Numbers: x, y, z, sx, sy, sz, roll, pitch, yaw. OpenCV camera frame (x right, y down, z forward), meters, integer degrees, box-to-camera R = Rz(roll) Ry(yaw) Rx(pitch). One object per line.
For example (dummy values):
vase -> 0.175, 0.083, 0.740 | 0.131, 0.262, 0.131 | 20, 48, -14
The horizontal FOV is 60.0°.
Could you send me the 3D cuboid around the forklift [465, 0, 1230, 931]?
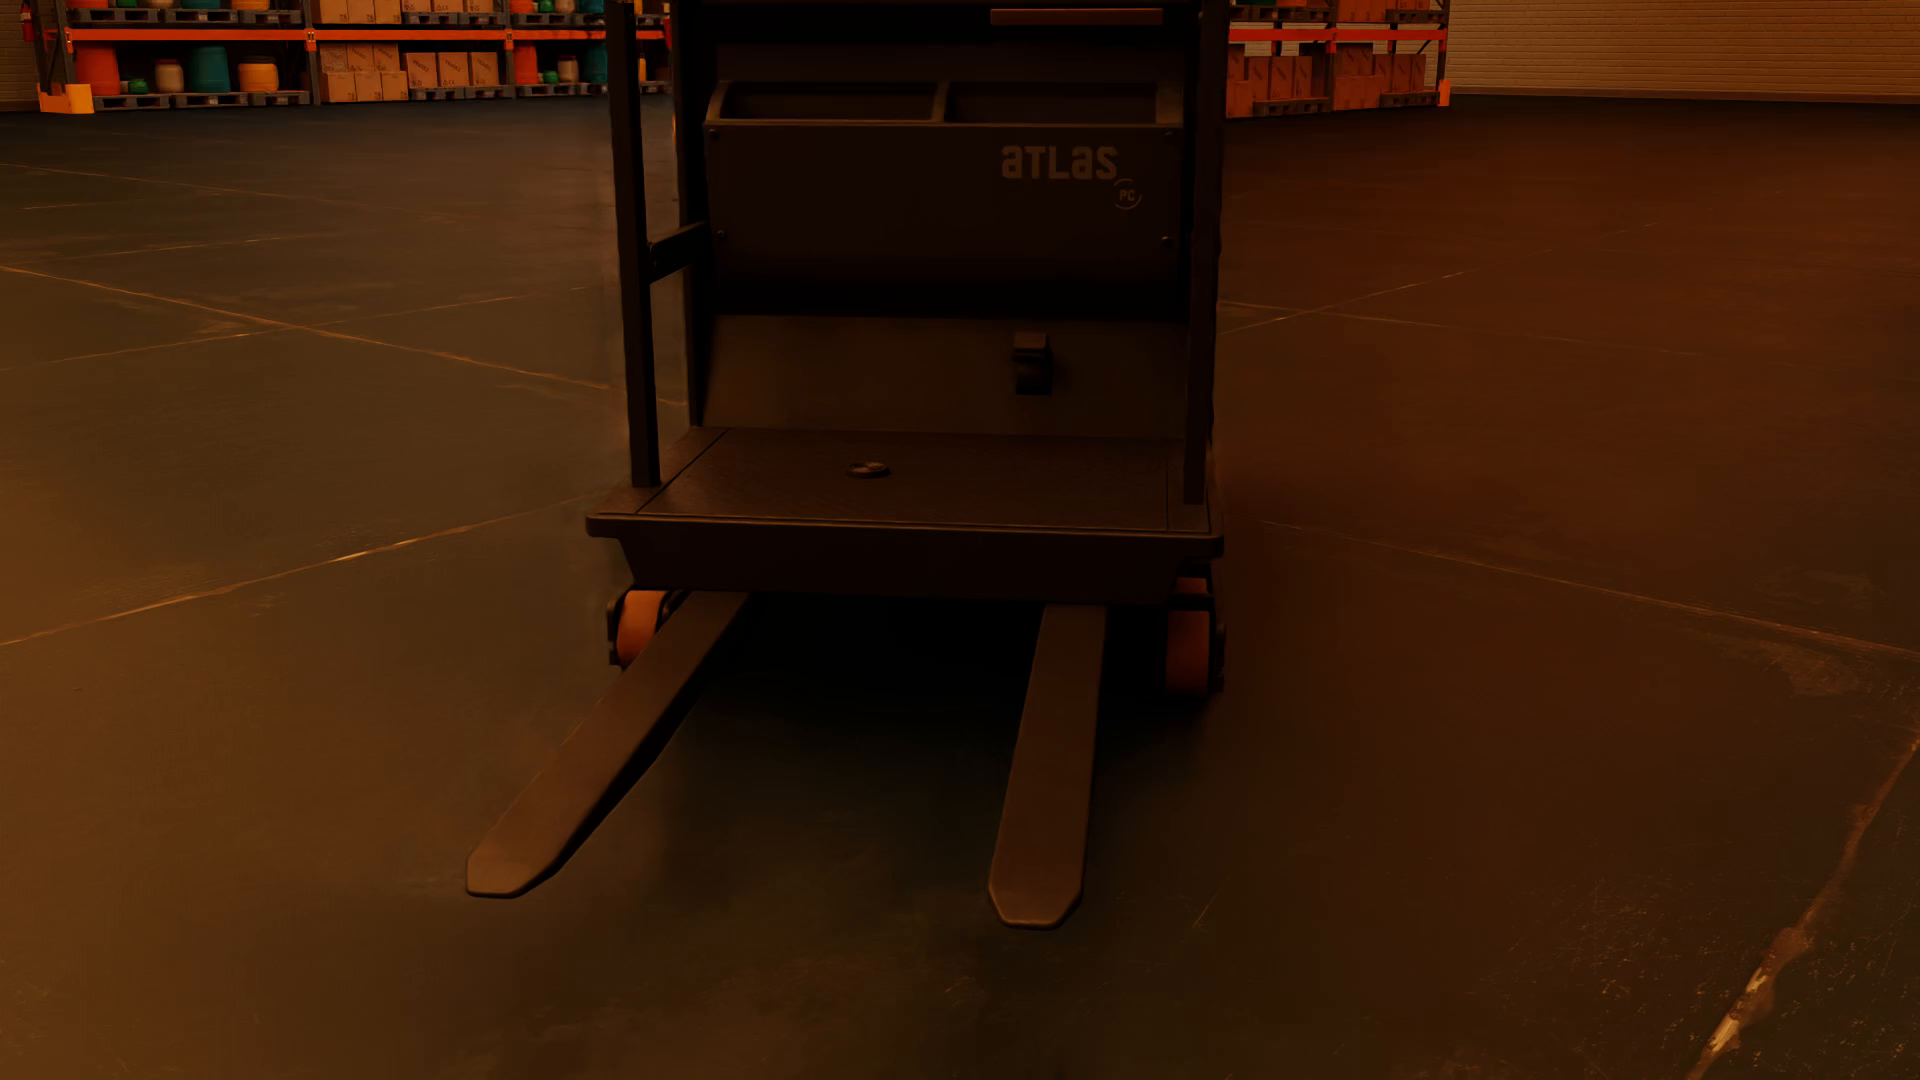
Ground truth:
forklift -> -0.053, -1.219, 2.913 | 1.130, 2.935, 3.031 | 2, 17, 6
